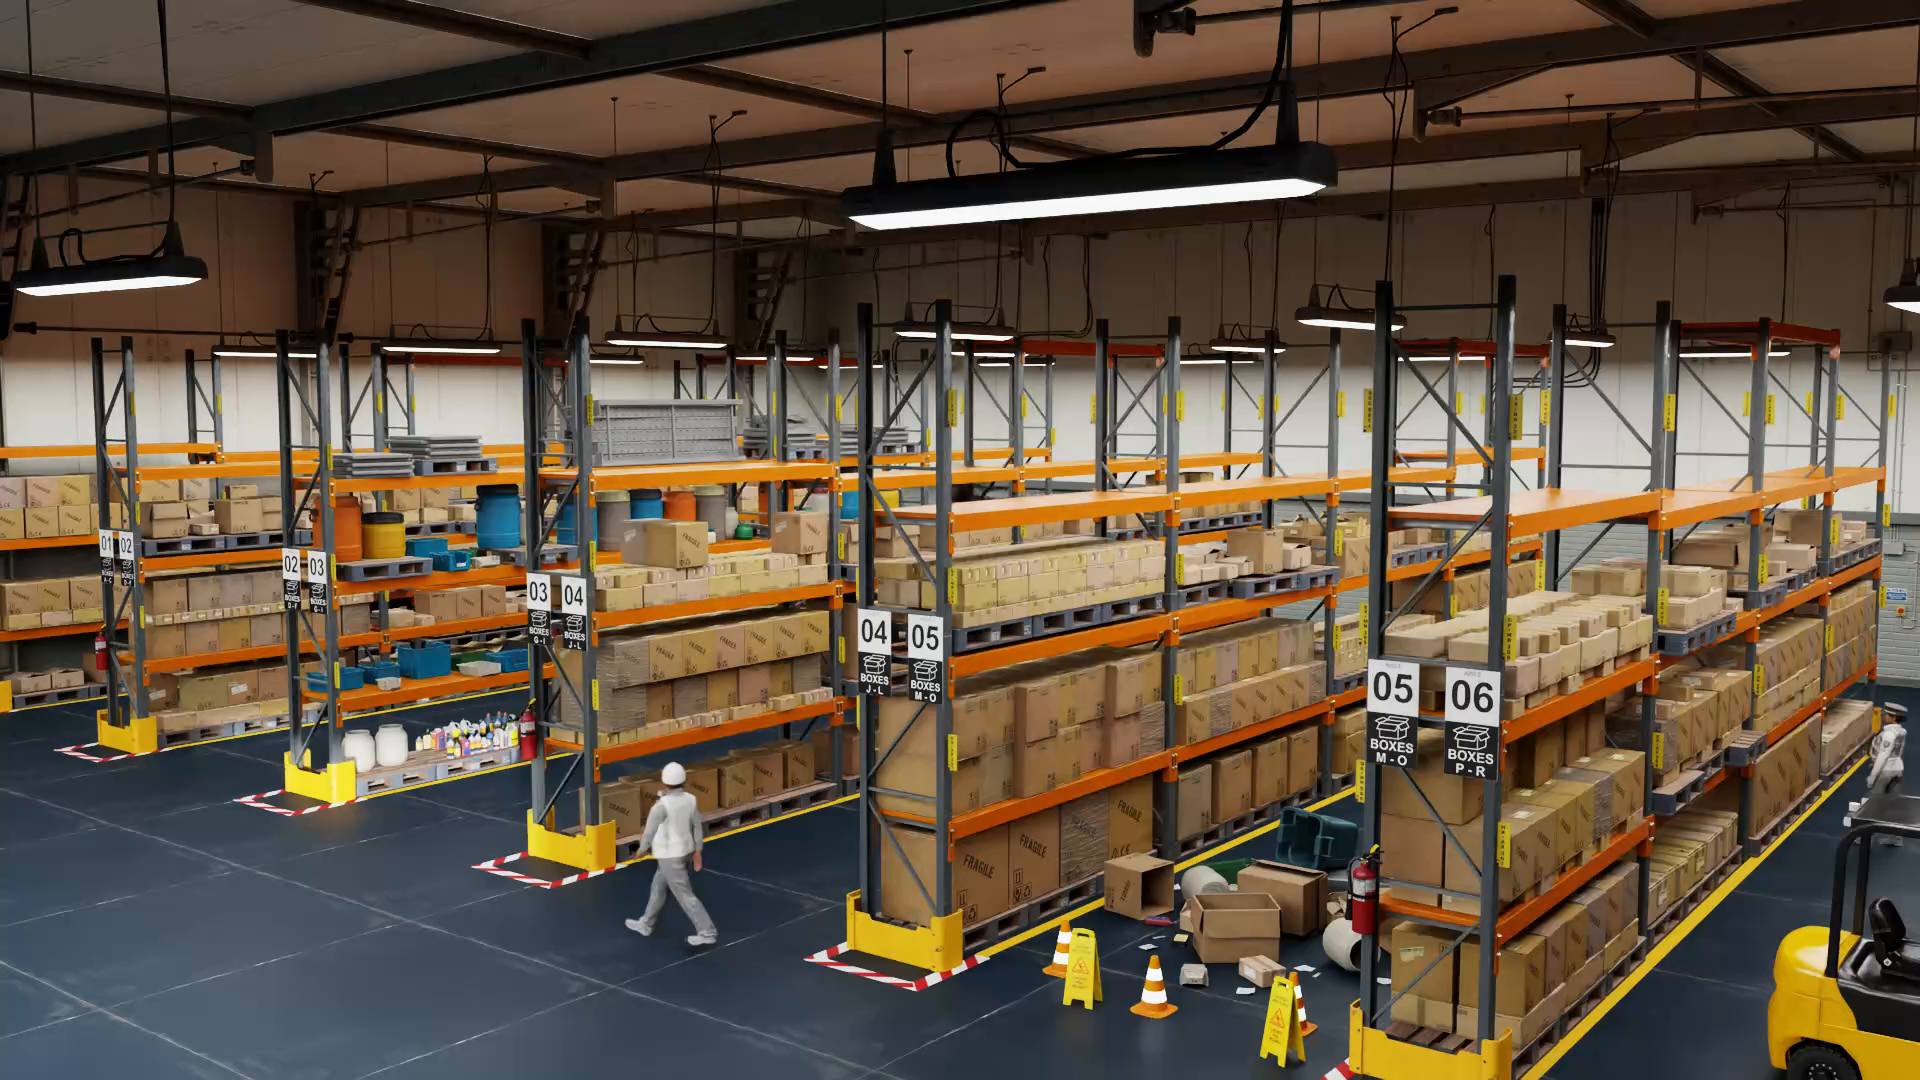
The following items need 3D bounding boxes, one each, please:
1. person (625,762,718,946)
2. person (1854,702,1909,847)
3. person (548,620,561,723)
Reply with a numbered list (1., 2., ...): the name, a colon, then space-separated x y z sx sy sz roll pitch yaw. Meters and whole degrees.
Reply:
1. person: -2.751 2.938 15.624 1.042 1.726 0.474 1 5 12
2. person: 10.586 2.687 19.045 0.542 1.684 0.419 -2 5 -22
3. person: -6.396 2.063 25.928 0.605 1.823 0.422 -1 5 -13
